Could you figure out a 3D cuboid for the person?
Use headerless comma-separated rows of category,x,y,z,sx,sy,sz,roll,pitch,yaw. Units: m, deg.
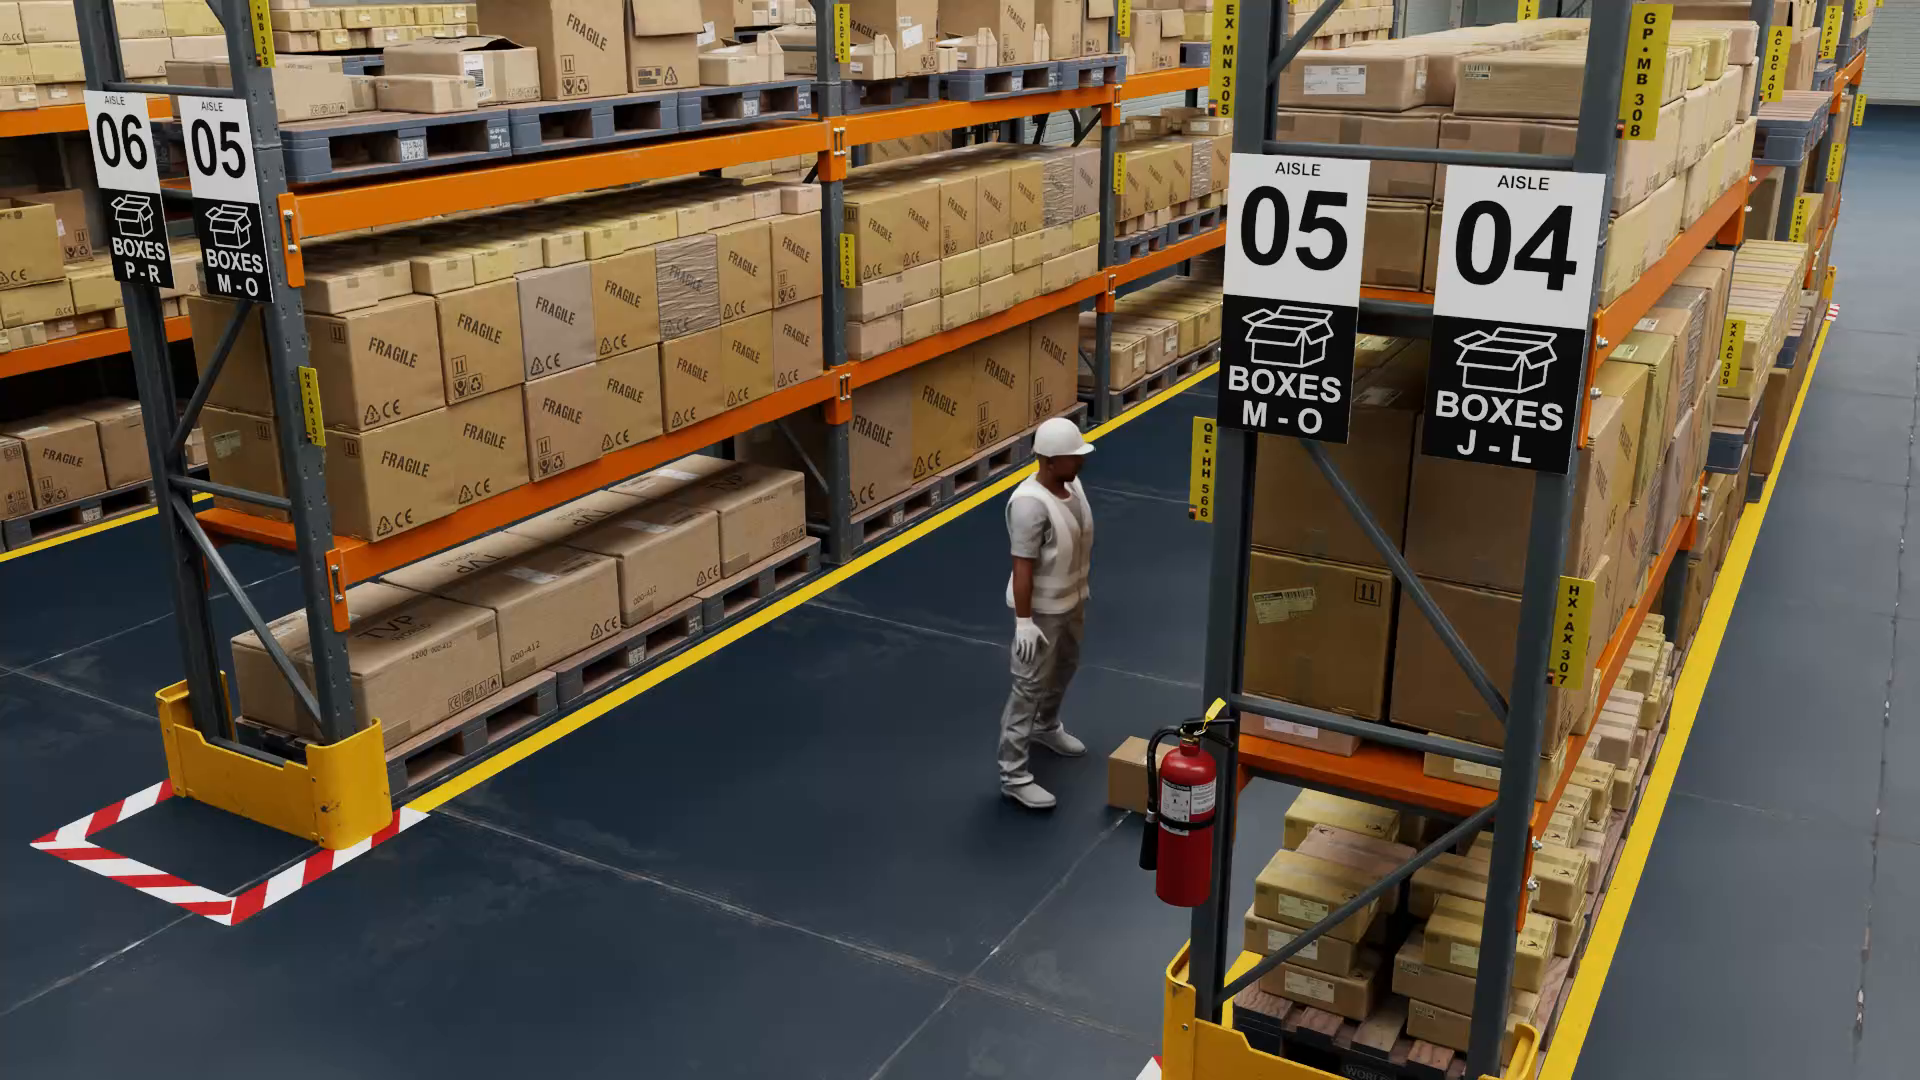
person,0.400,0.293,7.713,0.428,1.788,0.708,11,22,28
